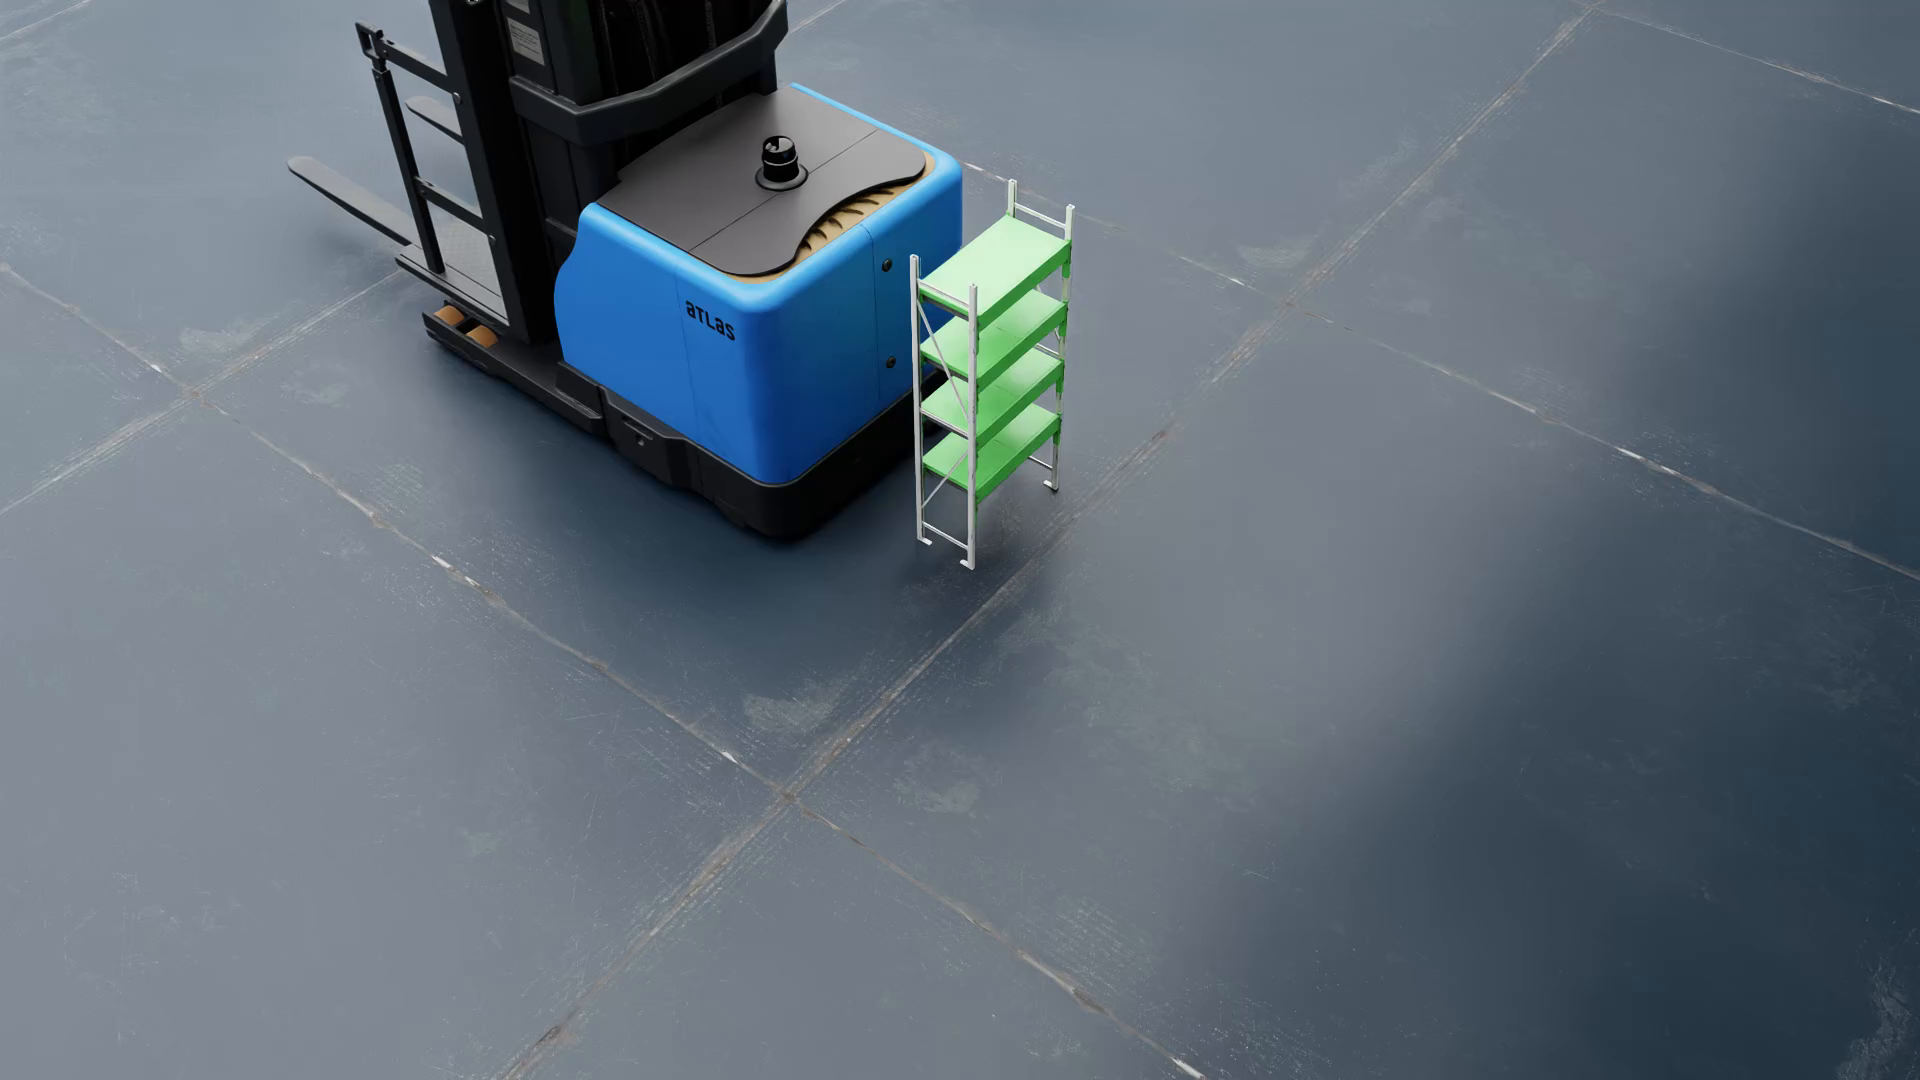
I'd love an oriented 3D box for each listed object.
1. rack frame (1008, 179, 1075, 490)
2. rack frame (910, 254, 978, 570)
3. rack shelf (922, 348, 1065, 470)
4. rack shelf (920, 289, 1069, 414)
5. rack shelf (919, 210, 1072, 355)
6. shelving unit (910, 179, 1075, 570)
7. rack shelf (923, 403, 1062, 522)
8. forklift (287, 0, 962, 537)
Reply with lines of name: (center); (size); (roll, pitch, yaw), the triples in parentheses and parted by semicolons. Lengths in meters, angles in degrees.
rack frame: (0.250, -0.649, 5.540); (0.240, 1.200, 0.015); (29, 53, 25)
rack frame: (-0.048, -0.370, 5.273); (0.240, 1.200, 0.015); (29, 53, 25)
rack shelf: (0.101, -0.465, 5.453); (0.258, 0.148, 0.480); (29, 53, 25)
rack shelf: (0.101, -0.631, 5.279); (0.258, 0.148, 0.480); (29, 53, 25)
rack shelf: (0.101, -0.797, 5.106); (0.258, 0.148, 0.480); (29, 53, 25)
shelving unit: (0.101, -0.509, 5.407); (0.258, 1.200, 0.503); (29, 53, 25)
rack shelf: (0.101, -0.299, 5.626); (0.258, 0.148, 0.480); (29, 53, 25)
forklift: (-1.436, -1.928, 5.565); (3.031, 2.935, 1.130); (31, 54, 26)
